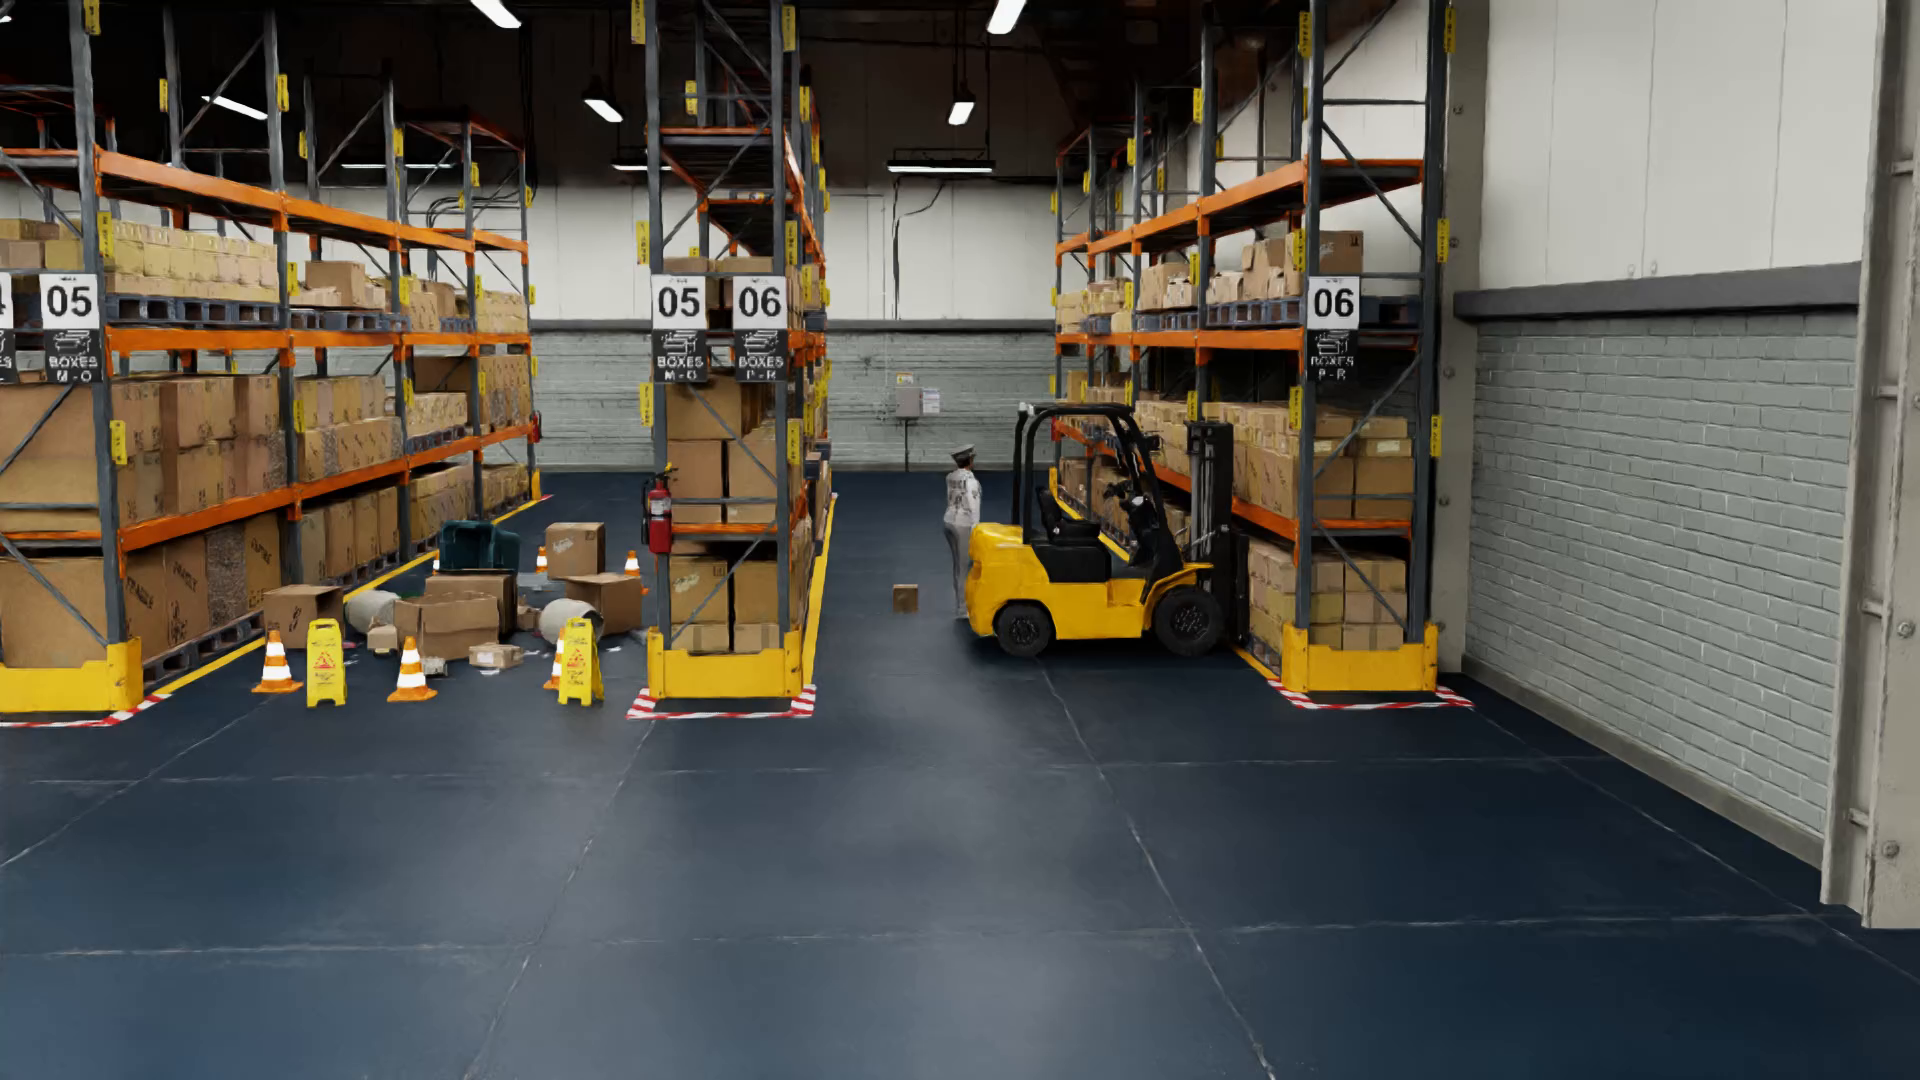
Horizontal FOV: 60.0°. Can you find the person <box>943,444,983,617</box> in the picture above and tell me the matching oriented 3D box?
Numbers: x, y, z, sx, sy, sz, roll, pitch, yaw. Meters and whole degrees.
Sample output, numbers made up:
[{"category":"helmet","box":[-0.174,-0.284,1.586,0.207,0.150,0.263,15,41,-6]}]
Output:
[{"category":"person","box":[0.097,-0.095,16.295,0.475,1.686,0.530,-5,8,-33]}]
